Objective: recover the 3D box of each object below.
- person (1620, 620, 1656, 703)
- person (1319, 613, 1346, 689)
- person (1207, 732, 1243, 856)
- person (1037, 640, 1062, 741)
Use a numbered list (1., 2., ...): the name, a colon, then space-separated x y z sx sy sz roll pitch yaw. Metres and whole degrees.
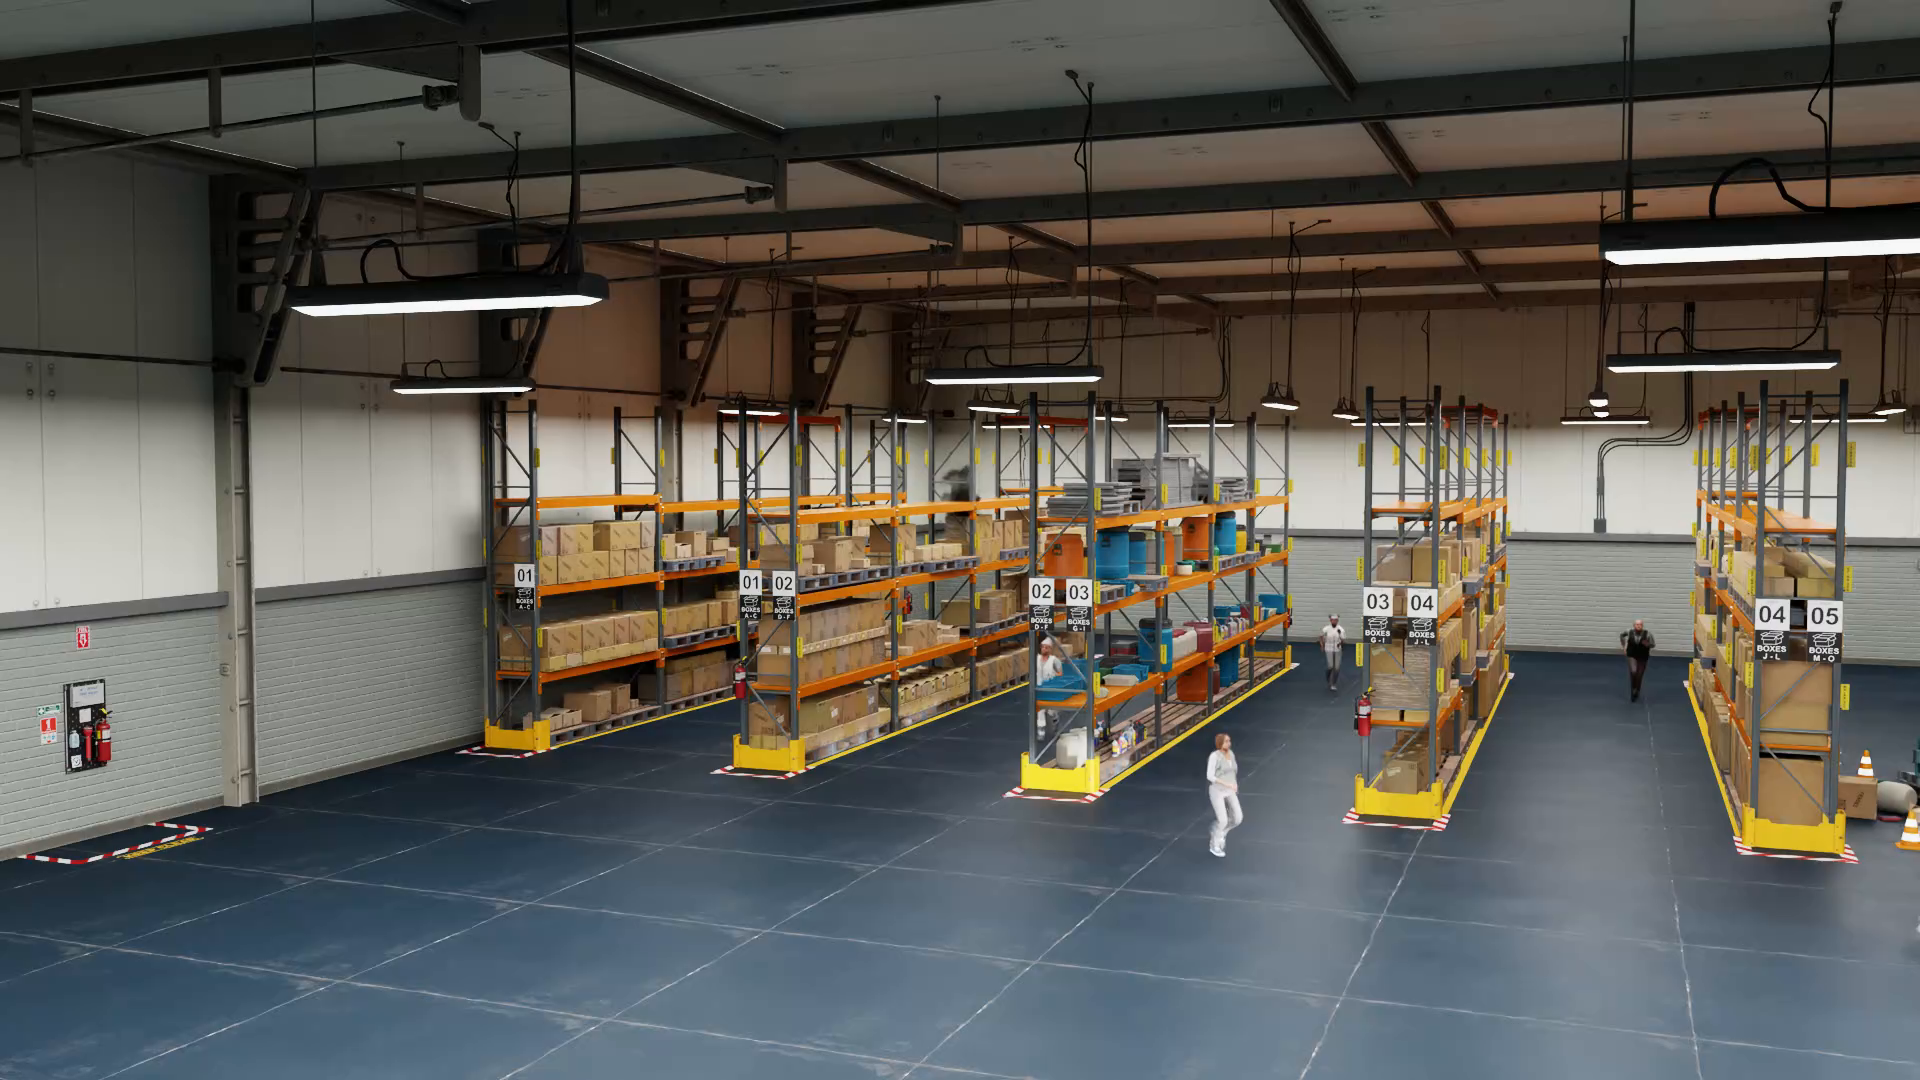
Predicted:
1. person: 13.952 2.472 34.257 0.648 1.705 0.932 1 3 14
2. person: 8.025 2.400 35.756 0.562 1.661 0.600 0 3 5
3. person: 3.339 3.186 20.833 0.562 1.559 0.545 -2 3 -35
4. person: 1.520 2.653 29.455 0.655 1.766 0.906 1 3 21
